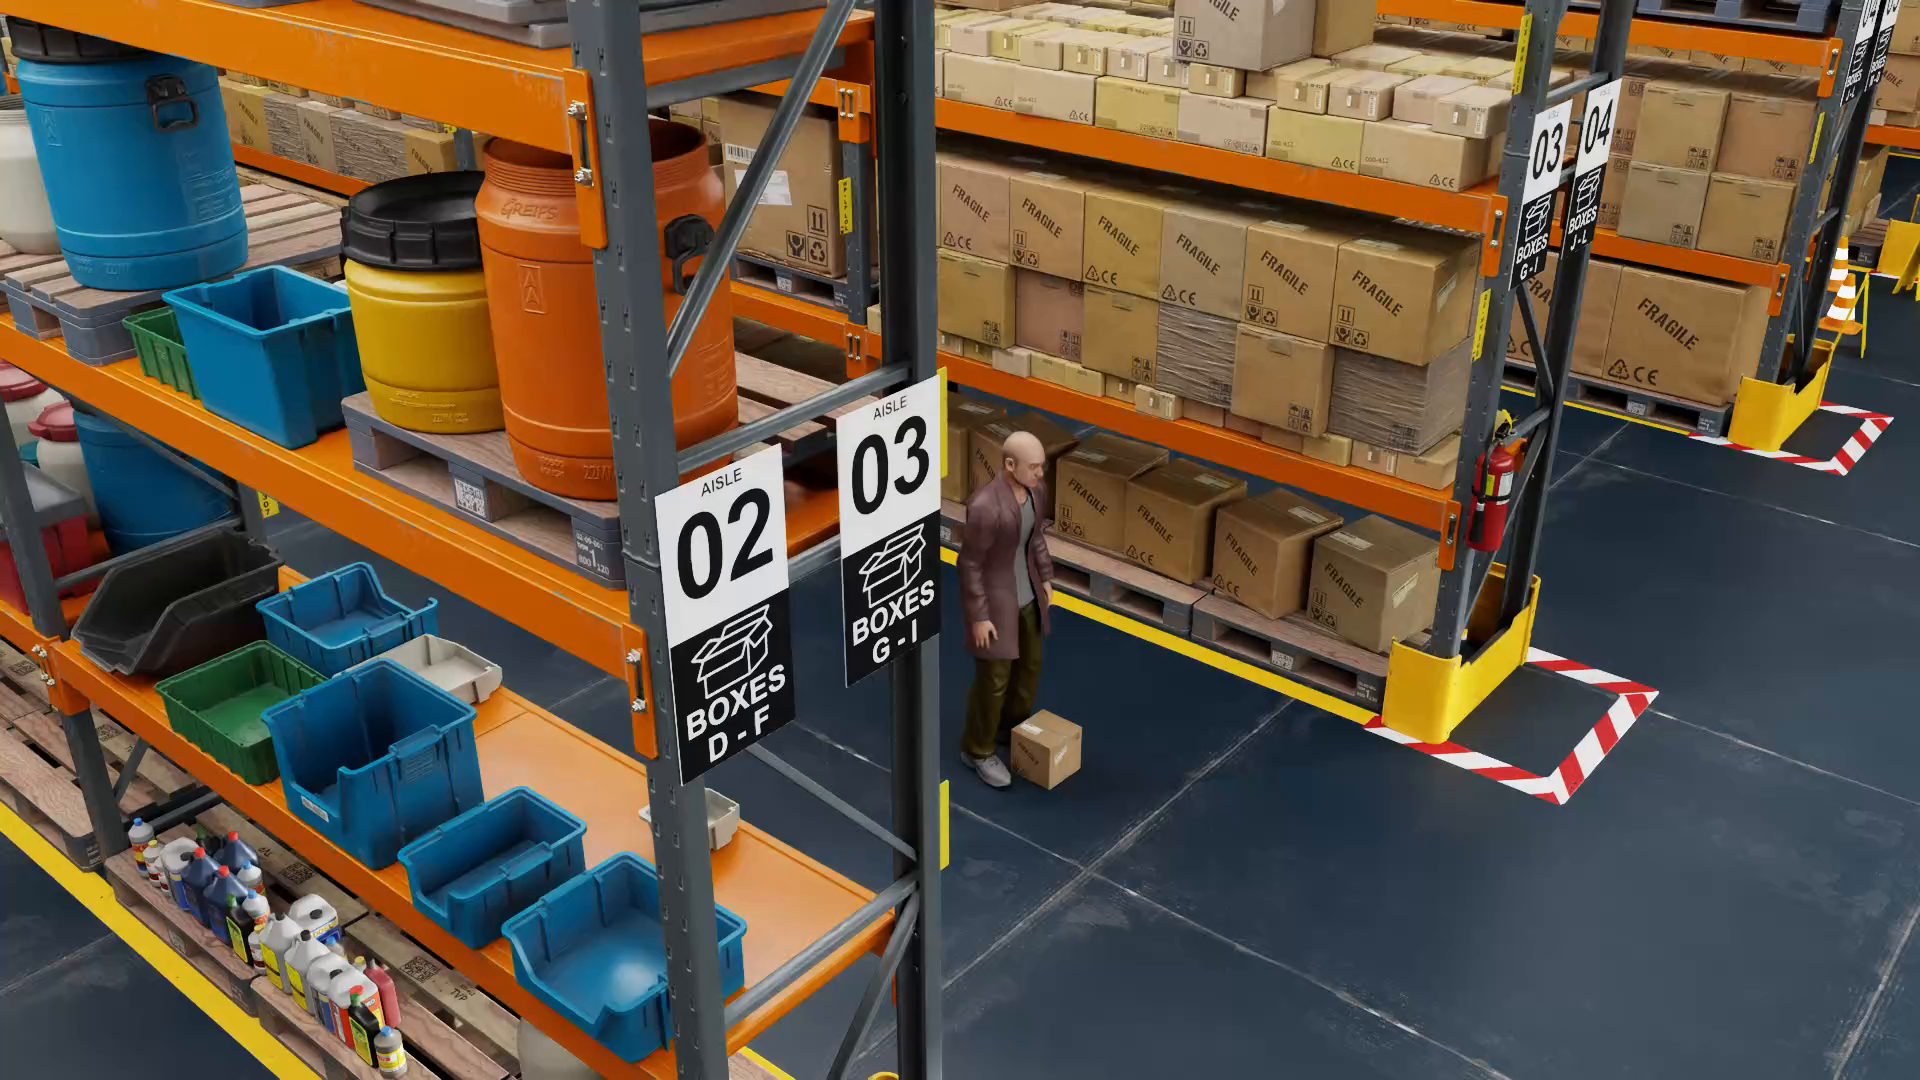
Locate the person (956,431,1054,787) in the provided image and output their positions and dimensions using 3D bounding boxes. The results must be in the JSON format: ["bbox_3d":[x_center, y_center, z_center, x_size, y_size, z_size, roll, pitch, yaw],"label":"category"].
[{"bbox_3d":[0.235,0.306,8.071,0.417,1.740,0.652,20,33,34],"label":"person"}]
